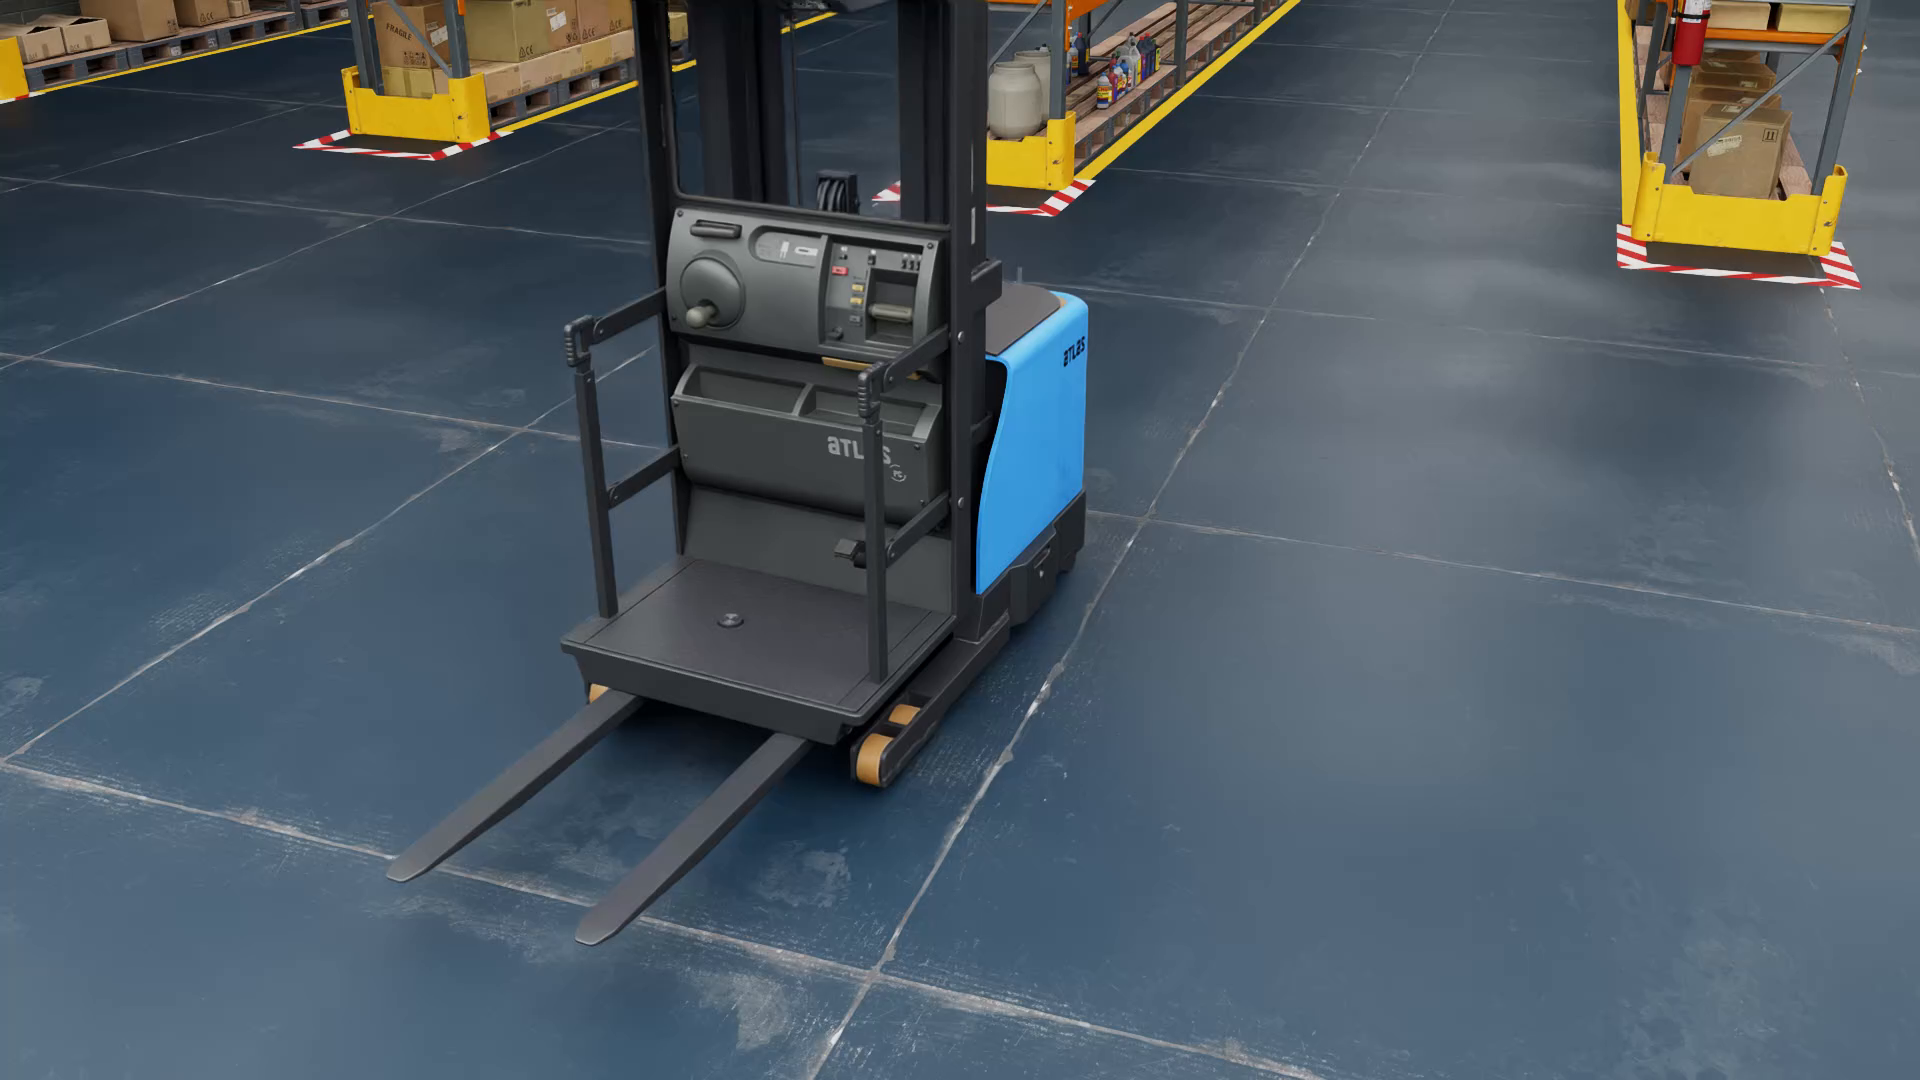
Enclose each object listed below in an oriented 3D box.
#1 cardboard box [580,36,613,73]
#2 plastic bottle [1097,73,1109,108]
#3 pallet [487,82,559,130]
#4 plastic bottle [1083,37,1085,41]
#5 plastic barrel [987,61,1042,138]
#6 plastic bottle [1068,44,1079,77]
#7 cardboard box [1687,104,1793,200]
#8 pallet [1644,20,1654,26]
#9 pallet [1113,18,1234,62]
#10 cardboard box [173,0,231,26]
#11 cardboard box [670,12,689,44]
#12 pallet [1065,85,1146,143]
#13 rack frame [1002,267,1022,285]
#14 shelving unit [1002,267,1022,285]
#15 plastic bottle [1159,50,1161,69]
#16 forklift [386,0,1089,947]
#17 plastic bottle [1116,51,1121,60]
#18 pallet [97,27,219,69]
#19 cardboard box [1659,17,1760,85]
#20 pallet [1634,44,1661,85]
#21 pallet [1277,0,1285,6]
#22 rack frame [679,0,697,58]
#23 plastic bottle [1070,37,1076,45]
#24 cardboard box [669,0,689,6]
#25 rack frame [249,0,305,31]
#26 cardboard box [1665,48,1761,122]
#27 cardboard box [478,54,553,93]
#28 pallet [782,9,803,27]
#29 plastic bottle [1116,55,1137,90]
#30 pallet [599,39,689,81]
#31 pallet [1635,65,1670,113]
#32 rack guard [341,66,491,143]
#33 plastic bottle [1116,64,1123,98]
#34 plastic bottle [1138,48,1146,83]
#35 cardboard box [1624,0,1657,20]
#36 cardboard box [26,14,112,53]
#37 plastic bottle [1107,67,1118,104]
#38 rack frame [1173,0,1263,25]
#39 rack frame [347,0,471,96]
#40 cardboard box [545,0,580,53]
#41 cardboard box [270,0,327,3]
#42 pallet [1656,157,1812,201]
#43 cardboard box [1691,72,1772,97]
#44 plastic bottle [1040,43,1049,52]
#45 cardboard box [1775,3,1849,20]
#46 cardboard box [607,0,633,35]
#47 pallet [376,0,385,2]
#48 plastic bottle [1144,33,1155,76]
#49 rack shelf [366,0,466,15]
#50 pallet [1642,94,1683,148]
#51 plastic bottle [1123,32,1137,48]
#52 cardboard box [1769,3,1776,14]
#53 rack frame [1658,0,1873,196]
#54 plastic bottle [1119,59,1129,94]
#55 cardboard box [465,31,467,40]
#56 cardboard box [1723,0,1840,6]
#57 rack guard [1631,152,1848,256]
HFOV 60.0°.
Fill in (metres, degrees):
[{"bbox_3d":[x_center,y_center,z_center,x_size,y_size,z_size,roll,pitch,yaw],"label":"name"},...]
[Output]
[{"bbox_3d":[-3.522,-4.442,15.156,0.500,0.250,0.500,9,27,17],"label":"cardboard box"},{"bbox_3d":[1.156,-3.637,13.445,0.097,0.271,0.097,0,26,0],"label":"plastic bottle"},{"bbox_3d":[-4.196,-3.752,14.257,1.003,0.211,1.213,9,27,17],"label":"pallet"},{"bbox_3d":[1.090,-4.366,14.939,0.061,0.283,0.133,9,27,17],"label":"plastic bottle"},{"bbox_3d":[0.406,-3.317,12.533,0.421,0.512,0.421,0,26,0],"label":"plastic barrel"},{"bbox_3d":[0.996,-4.232,14.674,0.097,0.271,0.097,0,26,0],"label":"plastic bottle"},{"bbox_3d":[5.154,-2.567,10.995,0.500,0.500,0.500,14,29,27],"label":"cardboard box"},{"bbox_3d":[7.926,-5.594,18.061,1.003,0.211,1.213,9,27,17],"label":"pallet"},{"bbox_3d":[2.219,-5.187,17.220,1.003,0.211,1.213,9,27,17],"label":"pallet"},{"bbox_3d":[-8.060,-5.688,17.419,0.500,0.500,0.500,7,27,14],"label":"cardboard box"},{"bbox_3d":[-3.028,-5.060,16.431,0.500,0.250,0.500,9,27,17],"label":"cardboard box"},{"bbox_3d":[0.923,-3.582,13.907,1.003,0.211,1.213,9,27,17],"label":"pallet"},{"bbox_3d":[0.152,-0.619,6.825,0.200,1.050,0.008,11,28,22],"label":"rack frame"},{"bbox_3d":[0.100,-0.571,6.725,0.215,1.050,0.252,11,28,22],"label":"shelving unit"},{"bbox_3d":[1.763,-4.355,15.008,0.097,0.201,0.097,0,26,0],"label":"plastic bottle"},{"bbox_3d":[-0.585,-0.766,4.969,1.130,2.935,3.031,11,28,22],"label":"forklift"},{"bbox_3d":[1.371,-4.072,14.331,0.061,0.283,0.133,9,27,17],"label":"plastic bottle"},{"bbox_3d":[-8.347,-5.008,16.851,1.003,0.211,1.213,9,27,17],"label":"pallet"},{"bbox_3d":[6.486,-4.214,14.376,0.700,0.500,0.500,7,27,13],"label":"cardboard box"},{"bbox_3d":[6.923,-4.460,15.720,1.003,0.211,1.213,9,27,17],"label":"pallet"},{"bbox_3d":[3.552,-6.829,20.612,1.003,0.211,1.213,9,27,17],"label":"pallet"},{"bbox_3d":[-3.079,-6.330,16.382,1.000,3.000,0.127,9,27,17],"label":"rack frame"},{"bbox_3d":[0.989,-4.378,14.971,0.152,0.276,0.135,10,27,19],"label":"plastic bottle"},{"bbox_3d":[-2.707,-5.668,17.044,0.500,0.311,0.500,9,27,18],"label":"cardboard box"},{"bbox_3d":[-7.752,-7.047,17.863,1.000,3.000,0.127,9,27,17],"label":"rack frame"},{"bbox_3d":[5.907,-3.561,13.049,0.500,0.500,0.500,19,32,34],"label":"cardboard box"},{"bbox_3d":[-3.859,-4.032,14.309,0.500,0.250,0.500,9,27,17],"label":"cardboard box"},{"bbox_3d":[-2.467,-5.887,18.666,1.003,0.211,1.213,9,27,17],"label":"pallet"},{"bbox_3d":[1.419,-3.998,14.187,0.152,0.276,0.135,9,27,18],"label":"plastic bottle"},{"bbox_3d":[-3.384,-4.755,16.328,1.003,0.211,1.213,9,27,17],"label":"pallet"},{"bbox_3d":[6.519,-3.957,14.681,1.003,0.211,1.213,9,27,17],"label":"pallet"},{"bbox_3d":[-4.419,-3.552,13.512,1.175,0.500,0.348,9,27,17],"label":"rack guard"},{"bbox_3d":[1.304,-3.819,13.821,0.097,0.271,0.097,0,26,0],"label":"plastic bottle"},{"bbox_3d":[1.569,-4.128,14.445,0.061,0.283,0.133,11,28,21],"label":"plastic bottle"},{"bbox_3d":[7.841,-6.049,17.758,1.225,0.875,0.875,7,27,15],"label":"cardboard box"},{"bbox_3d":[-8.578,-4.897,16.002,0.500,0.311,0.500,11,28,22],"label":"cardboard box"},{"bbox_3d":[1.249,-3.732,13.629,0.061,0.283,0.133,9,27,18],"label":"plastic bottle"},{"bbox_3d":[2.921,-7.254,18.291,1.000,3.000,0.127,9,27,17],"label":"rack frame"},{"bbox_3d":[-4.411,-4.687,12.987,1.000,3.000,0.127,9,27,17],"label":"rack frame"},{"bbox_3d":[-3.703,-4.577,14.573,0.500,0.500,0.500,9,27,17],"label":"cardboard box"},{"bbox_3d":[-7.523,-6.425,18.941,0.700,0.500,0.500,10,27,19],"label":"cardboard box"},{"bbox_3d":[5.259,-2.353,11.368,1.003,0.211,1.213,9,27,17],"label":"pallet"},{"bbox_3d":[5.546,-3.072,12.039,0.500,0.500,0.500,11,28,22],"label":"cardboard box"},{"bbox_3d":[0.726,-4.092,14.295,0.144,0.351,0.185,9,27,17],"label":"plastic bottle"},{"bbox_3d":[5.351,-3.318,10.449,0.380,0.149,0.250,9,27,17],"label":"cardboard box"},{"bbox_3d":[-3.368,-4.987,15.421,0.500,0.500,0.500,9,27,17],"label":"cardboard box"},{"bbox_3d":[-7.090,-6.615,20.171,1.003,0.211,1.213,9,27,17],"label":"pallet"},{"bbox_3d":[1.648,-4.310,14.744,0.144,0.351,0.185,8,27,16],"label":"plastic bottle"},{"bbox_3d":[-3.745,-5.185,14.842,1.077,0.370,4.000,9,27,17],"label":"rack shelf"},{"bbox_3d":[6.071,-3.356,13.439,1.003,0.211,1.213,9,27,17],"label":"pallet"},{"bbox_3d":[1.512,-4.331,14.787,0.144,0.351,0.185,9,27,17],"label":"plastic bottle"},{"bbox_3d":[5.512,-3.524,10.875,0.380,0.149,0.250,9,27,17],"label":"cardboard box"},{"bbox_3d":[4.930,-3.248,10.017,1.000,3.000,0.127,9,27,17],"label":"rack frame"},{"bbox_3d":[1.371,-3.902,13.993,0.097,0.271,0.097,0,26,0],"label":"plastic bottle"},{"bbox_3d":[-4.194,-4.652,14.729,0.500,0.500,0.500,9,27,17],"label":"cardboard box"},{"bbox_3d":[5.139,-3.649,10.389,0.875,0.500,0.500,9,27,17],"label":"cardboard box"},{"bbox_3d":[4.955,-2.155,10.626,1.175,0.500,0.348,9,27,17],"label":"rack guard"}]
